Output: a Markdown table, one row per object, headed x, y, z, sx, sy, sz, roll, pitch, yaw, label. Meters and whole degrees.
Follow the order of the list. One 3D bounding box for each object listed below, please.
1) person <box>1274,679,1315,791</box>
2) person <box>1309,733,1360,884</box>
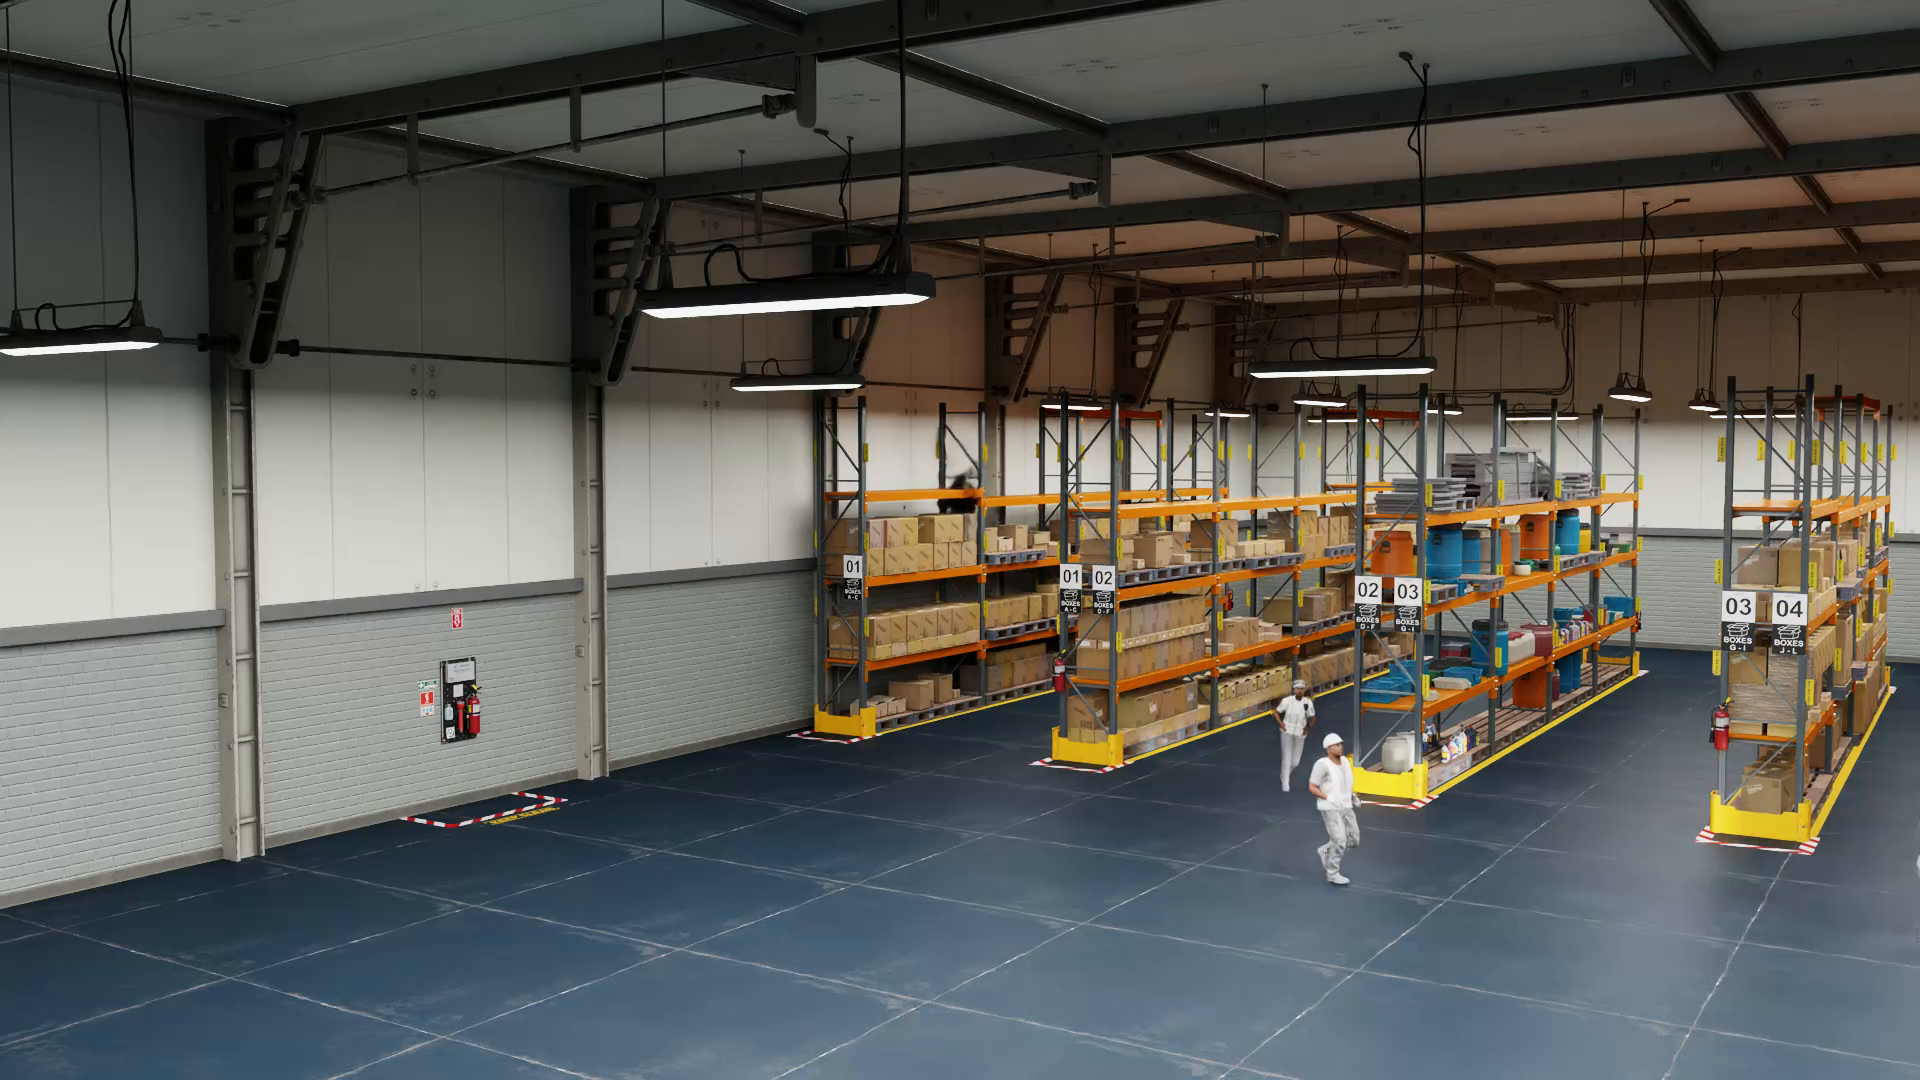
| x | y | z | sx | sy | sz | roll | pitch | yaw | label |
| --- | --- | --- | --- | --- | --- | --- | --- | --- | --- |
| 4.993 | 2.892 | 24.857 | 0.597 | 1.654 | 0.624 | 0 | 3 | 6 | person |
| 4.355 | 3.117 | 19.345 | 0.668 | 1.733 | 0.620 | -2 | 4 | -37 | person |
